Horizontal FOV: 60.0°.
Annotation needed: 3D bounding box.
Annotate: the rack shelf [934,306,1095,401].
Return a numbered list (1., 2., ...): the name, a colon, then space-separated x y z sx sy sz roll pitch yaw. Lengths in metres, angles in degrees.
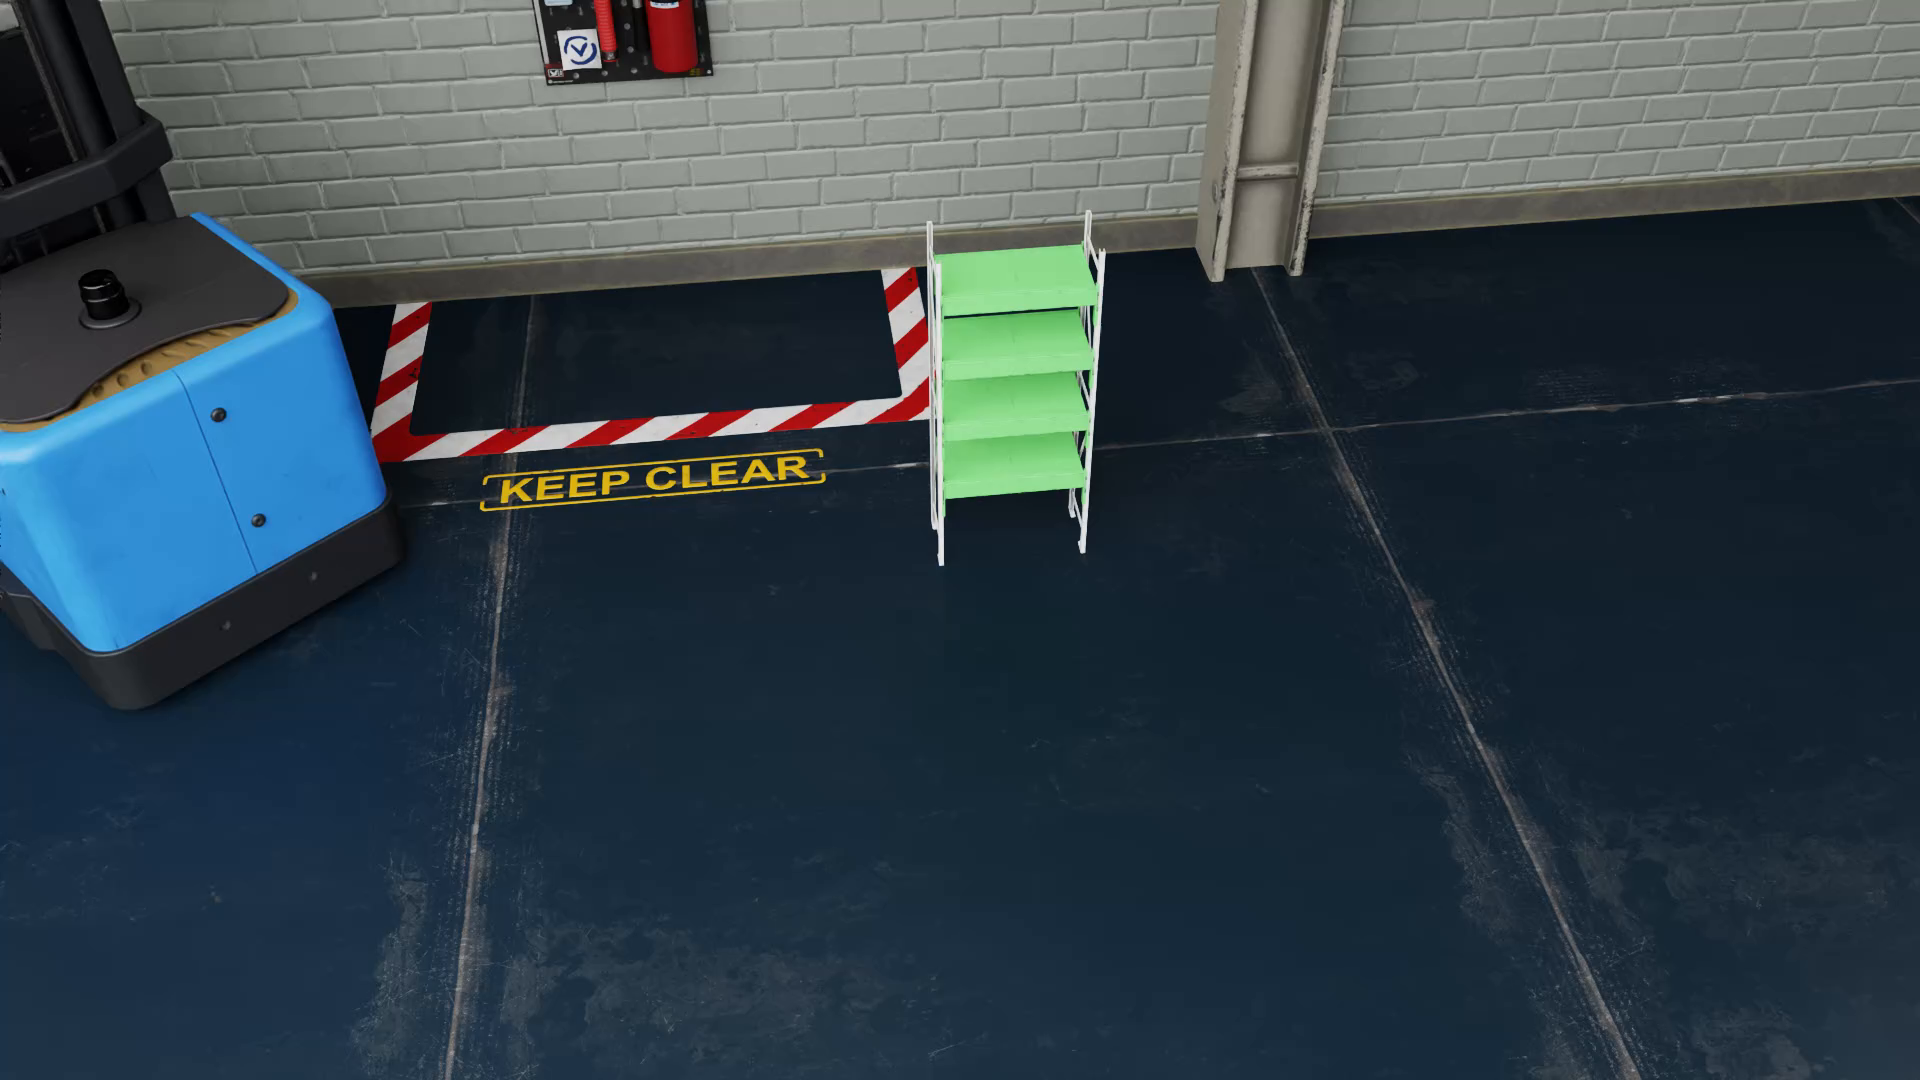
1. rack shelf: 0.164 -0.591 5.246 0.480 0.148 0.258 -5 42 -6

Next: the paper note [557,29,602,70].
1. paper note: -1.416 -1.826 6.193 0.142 0.148 0.016 -5 42 -6

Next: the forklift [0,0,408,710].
1. forklift: -3.285 -1.431 5.149 3.031 2.935 1.130 32 51 30

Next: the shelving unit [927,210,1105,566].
1. shelving unit: 0.164 -0.460 5.364 0.503 1.200 0.258 -5 42 -6

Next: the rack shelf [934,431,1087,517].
1. rack shelf: 0.164 -0.234 5.568 0.480 0.148 0.258 -5 42 -6

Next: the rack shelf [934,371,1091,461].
1. rack shelf: 0.164 -0.412 5.407 0.480 0.148 0.258 -5 42 -6

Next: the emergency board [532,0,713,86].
1. emergency board: -1.232 -2.123 5.864 0.643 1.169 0.194 -5 42 -6

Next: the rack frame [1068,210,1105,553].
1. rack frame: 0.406 -0.481 5.388 0.015 1.200 0.240 -5 42 -6

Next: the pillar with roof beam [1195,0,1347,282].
1. pillar with roof beam: 1.782 -1.681 0.895 0.400 9.000 9.100 -5 42 -6

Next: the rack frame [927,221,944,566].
1. rack frame: -0.078 -0.439 5.341 0.015 1.200 0.240 -5 42 -6

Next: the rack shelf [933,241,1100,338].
1. rack shelf: 0.164 -0.769 5.085 0.480 0.148 0.258 -5 42 -6
